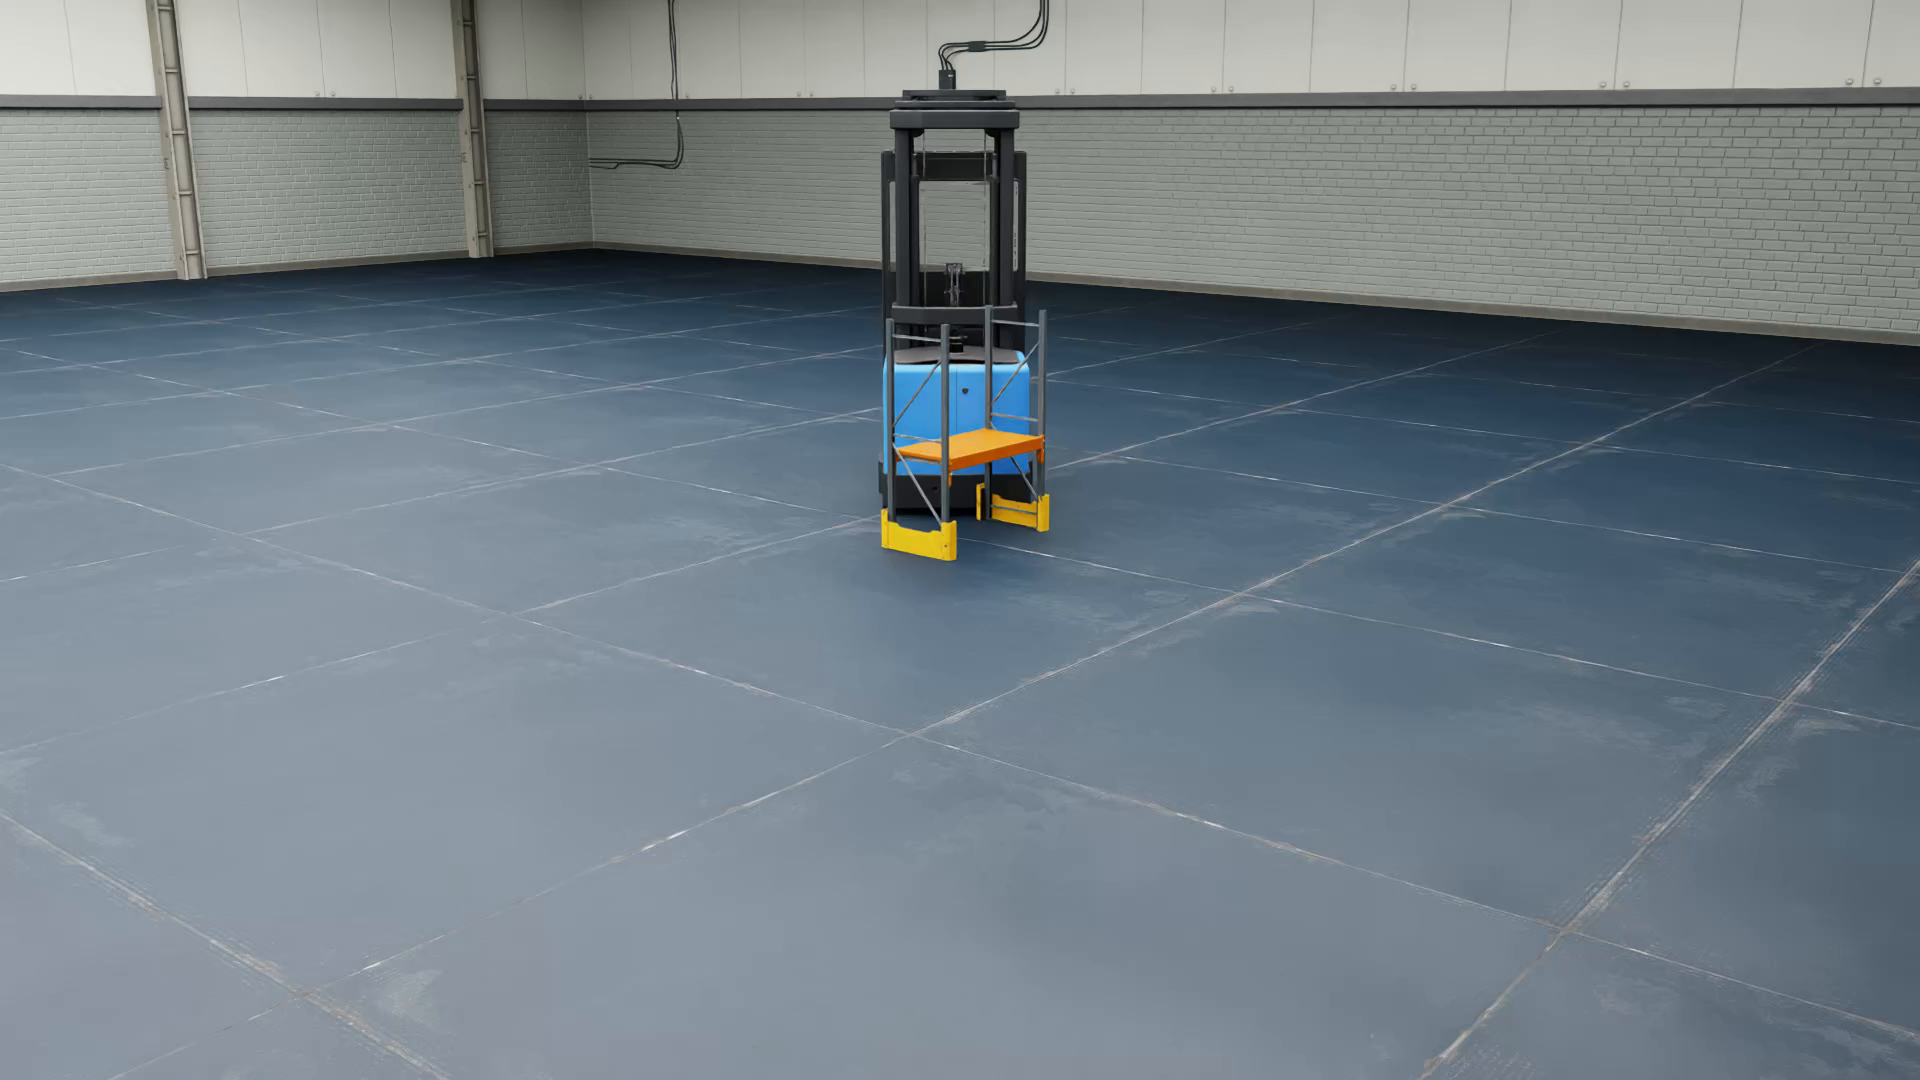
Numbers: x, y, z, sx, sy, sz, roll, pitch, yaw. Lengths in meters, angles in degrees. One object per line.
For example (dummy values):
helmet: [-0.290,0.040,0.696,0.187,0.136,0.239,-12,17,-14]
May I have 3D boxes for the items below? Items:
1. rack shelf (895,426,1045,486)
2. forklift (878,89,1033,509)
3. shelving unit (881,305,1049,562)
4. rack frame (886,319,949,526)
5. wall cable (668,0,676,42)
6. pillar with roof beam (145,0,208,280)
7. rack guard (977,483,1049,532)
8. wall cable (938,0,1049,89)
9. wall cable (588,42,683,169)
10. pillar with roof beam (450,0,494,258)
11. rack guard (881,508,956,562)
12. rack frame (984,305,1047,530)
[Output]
rack shelf: [0.053,-0.563,11.023,0.538,0.185,1.000,11,18,38]
forklift: [-0.051,-1.949,12.843,1.130,2.935,3.031,0,14,-1]
shelving unit: [0.047,-0.735,10.972,0.587,1.500,1.083,11,18,38]
rack frame: [-0.269,-0.640,10.597,0.500,1.500,0.032,11,18,38]
wall cable: [-4.728,-10.989,32.152,3.097,2.526,0.112,11,18,38]
pillar with roof beam: [-10.135,-8.290,25.479,9.100,9.000,0.400,11,18,38]
rack guard: [0.363,-0.225,11.499,0.587,0.250,0.087,11,18,38]
wall cable: [0.542,-10.641,27.826,2.305,6.003,0.169,11,18,38]
wall cable: [-6.832,-8.960,34.422,3.097,2.526,0.112,11,18,38]
pillar with roof beam: [-6.364,-9.439,30.002,9.100,9.000,0.400,11,18,38]
rack guard: [-0.269,-0.035,10.752,0.587,0.250,0.087,11,18,38]
rack frame: [0.375,-0.834,11.360,0.500,1.500,0.032,11,18,38]
